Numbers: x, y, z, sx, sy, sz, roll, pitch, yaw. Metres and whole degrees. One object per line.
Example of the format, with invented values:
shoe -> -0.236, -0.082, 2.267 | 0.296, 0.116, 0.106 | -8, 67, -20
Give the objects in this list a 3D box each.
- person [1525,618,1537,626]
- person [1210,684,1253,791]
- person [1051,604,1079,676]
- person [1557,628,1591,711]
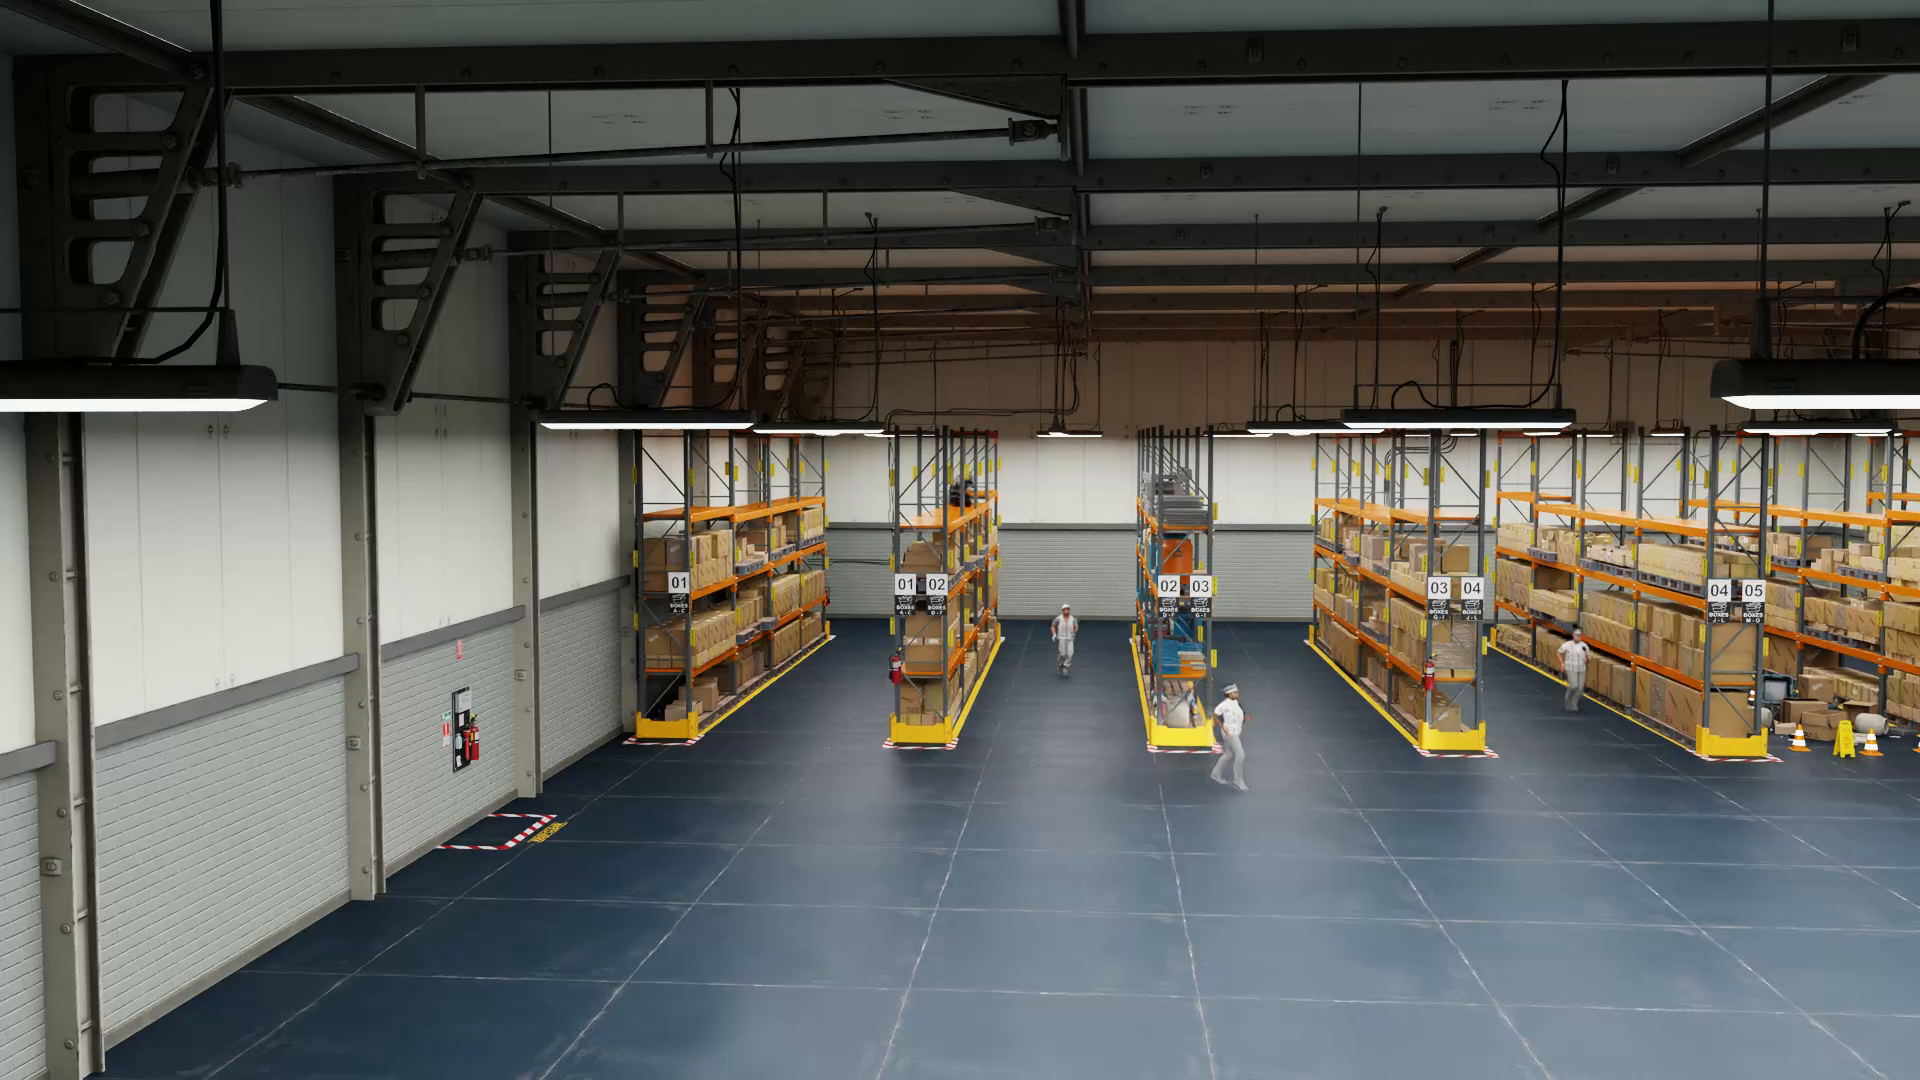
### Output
person -> 16.300, 2.120, 47.390 | 0.704, 1.537, 0.565 | -3, 5, -41
person -> 4.451, 3.228, 27.333 | 0.725, 1.754, 0.558 | 2, 4, 26
person -> 2.569, 2.430, 40.300 | 0.653, 1.742, 0.587 | 0, 3, -7
person -> 12.968, 2.738, 34.989 | 0.642, 1.761, 0.658 | 0, 3, -1
